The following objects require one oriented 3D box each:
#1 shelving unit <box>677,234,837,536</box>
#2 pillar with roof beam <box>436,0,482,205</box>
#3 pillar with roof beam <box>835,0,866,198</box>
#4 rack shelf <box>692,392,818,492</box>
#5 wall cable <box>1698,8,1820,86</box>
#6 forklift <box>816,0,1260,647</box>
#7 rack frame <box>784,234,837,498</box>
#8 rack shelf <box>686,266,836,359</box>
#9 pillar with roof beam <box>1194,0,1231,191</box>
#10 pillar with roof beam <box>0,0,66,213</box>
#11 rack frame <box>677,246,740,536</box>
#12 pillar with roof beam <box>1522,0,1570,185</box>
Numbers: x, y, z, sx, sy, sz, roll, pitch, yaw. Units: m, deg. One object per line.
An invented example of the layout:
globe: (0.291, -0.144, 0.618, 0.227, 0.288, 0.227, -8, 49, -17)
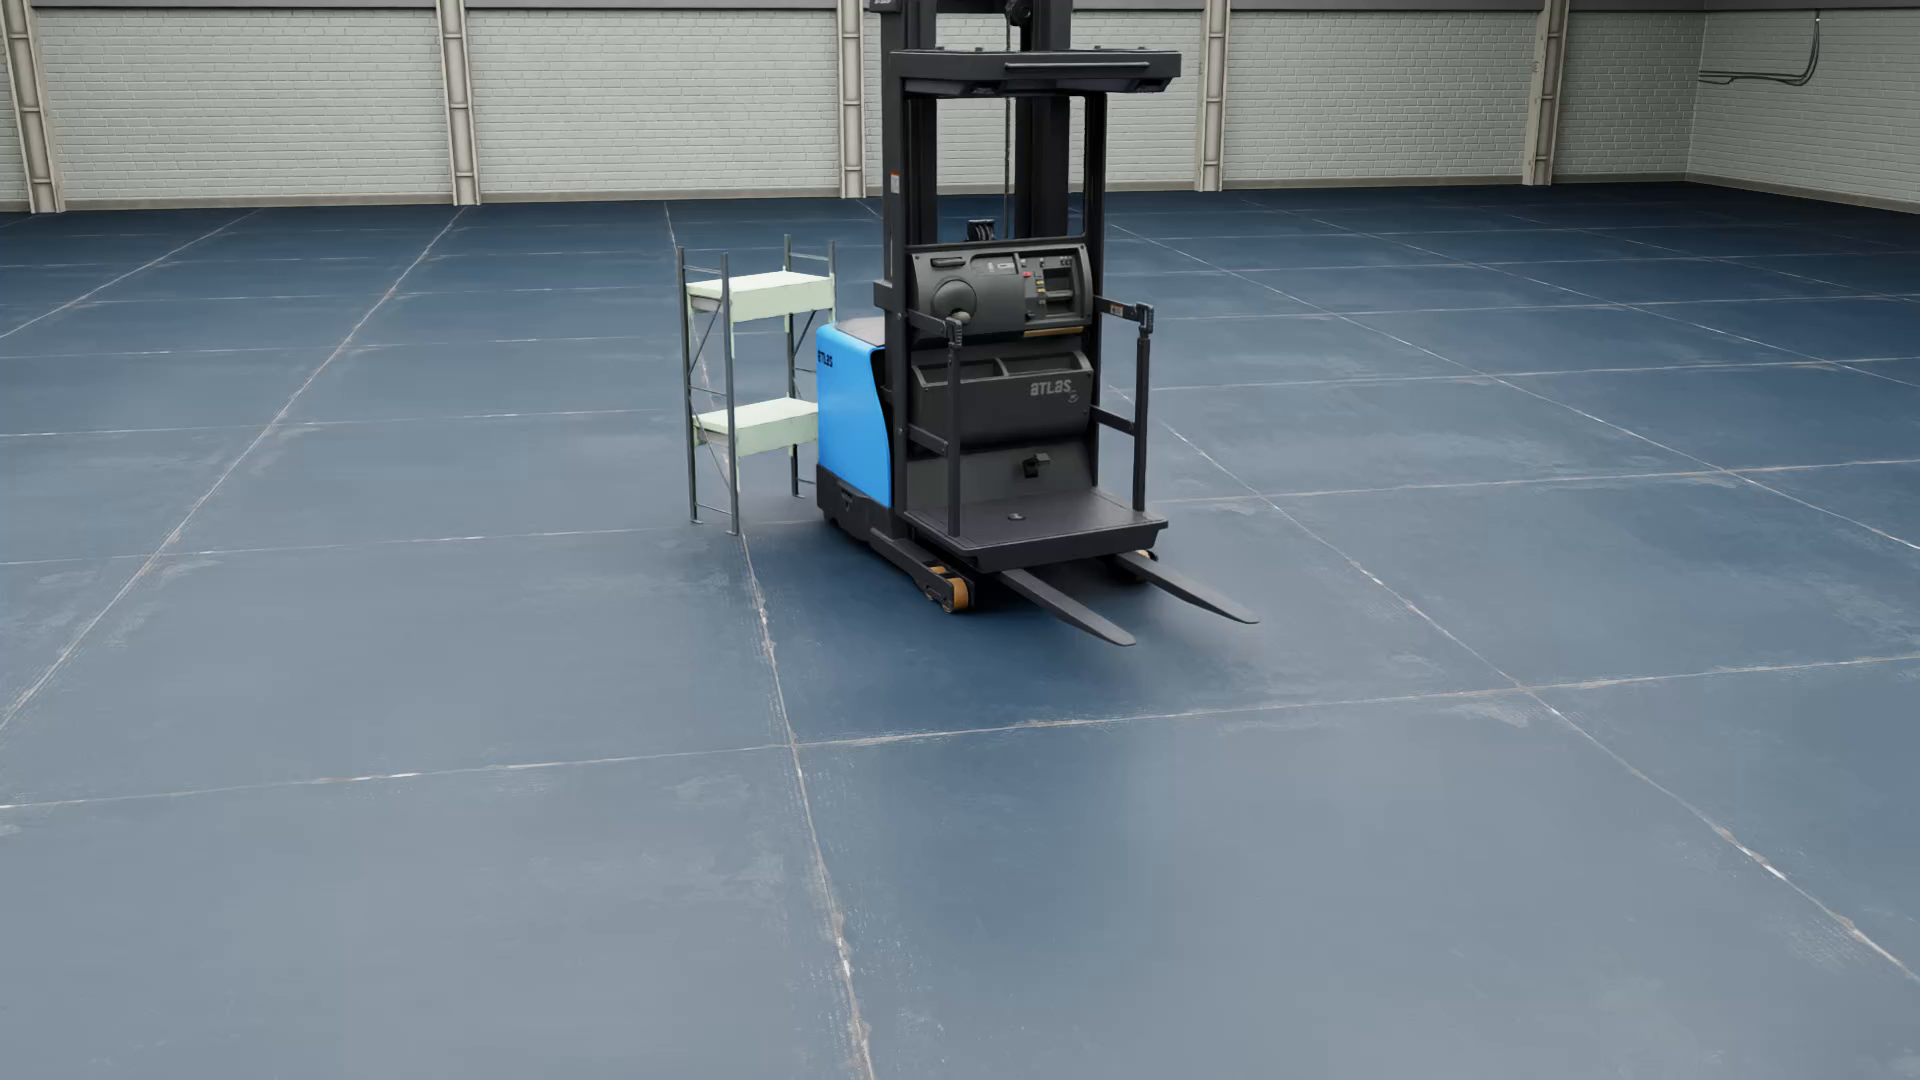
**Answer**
shelving unit: (-1.078, -0.859, 9.055, 0.431, 1.500, 0.755, 16, 23, 41)
pillar with roof beam: (-6.805, -8.263, 20.387, 0.400, 9.000, 9.100, -3, 17, -10)
pillar with roof beam: (-0.914, -8.597, 21.475, 0.400, 9.000, 9.100, -3, 17, -10)
rack shelf: (-1.078, -0.548, 9.151, 0.431, 0.370, 0.720, 16, 23, 41)
wall cable: (13.195, -8.805, 27.441, 0.112, 2.526, 3.097, -3, 17, -10)
forklift: (0.302, -1.208, 7.753, 1.130, 2.935, 3.031, -8, 19, -24)
rack frame: (-0.825, -0.937, 9.308, 0.400, 1.500, 0.023, 16, 23, 41)
rack shelf: (-1.078, -1.232, 8.941, 0.431, 0.370, 0.720, 16, 23, 41)
pillar with roof beam: (4.977, -8.931, 22.563, 0.400, 9.000, 9.100, -3, 17, -10)
pillar with roof beam: (-12.696, -7.929, 19.299, 0.400, 9.000, 9.100, -3, 17, -10)
rack frame: (-1.331, -0.782, 8.802, 0.400, 1.500, 0.023, 16, 23, 41)
pillar with roof beam: (10.868, -9.265, 23.651, 0.400, 9.000, 9.100, -3, 17, -10)
